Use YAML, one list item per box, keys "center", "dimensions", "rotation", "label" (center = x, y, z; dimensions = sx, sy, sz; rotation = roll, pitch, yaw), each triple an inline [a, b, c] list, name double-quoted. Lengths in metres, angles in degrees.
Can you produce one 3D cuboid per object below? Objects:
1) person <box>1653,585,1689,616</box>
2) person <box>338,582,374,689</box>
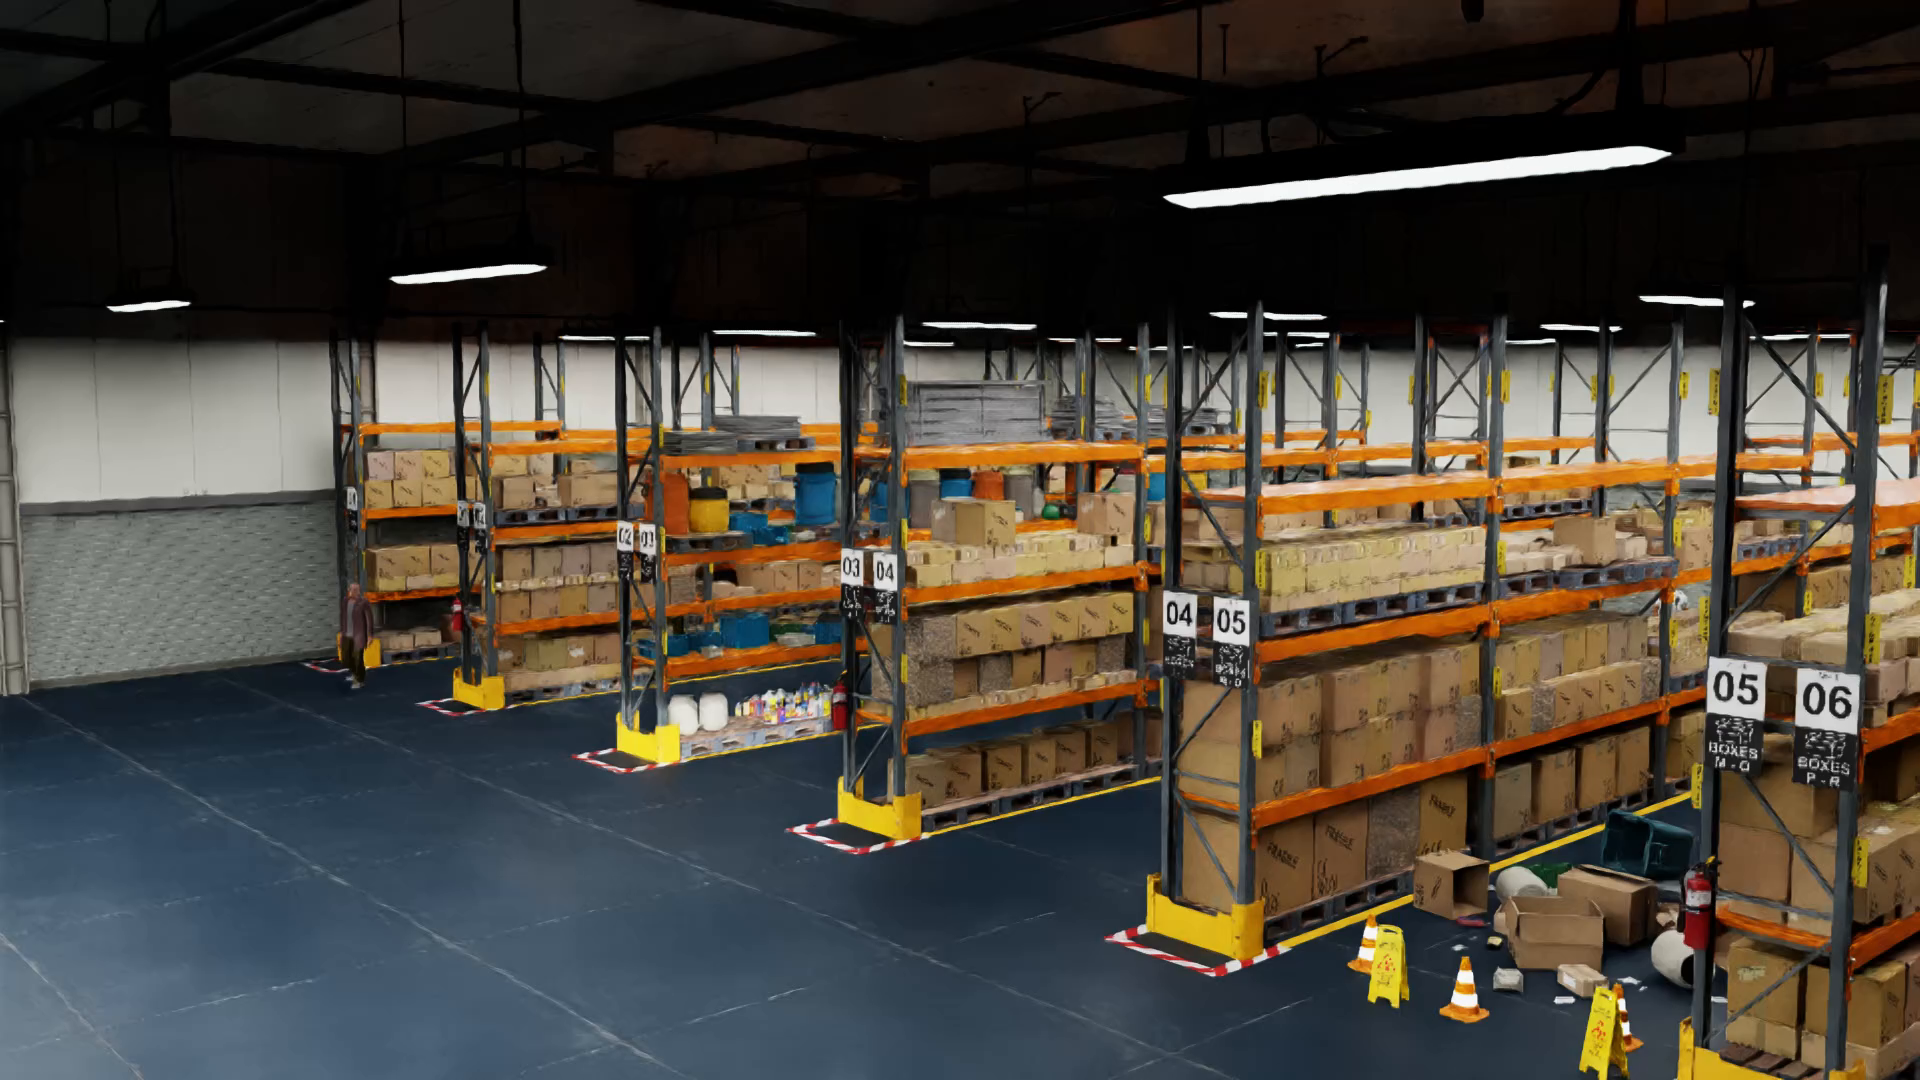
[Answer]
- center: [12.597, 1.455, 29.411]
  dimensions: [0.607, 1.629, 0.672]
  rotation: [5, 7, 39]
  label: "person"
- center: [-10.004, 1.559, 27.627]
  dimensions: [0.625, 1.769, 0.594]
  rotation: [1, 6, 13]
  label: "person"
